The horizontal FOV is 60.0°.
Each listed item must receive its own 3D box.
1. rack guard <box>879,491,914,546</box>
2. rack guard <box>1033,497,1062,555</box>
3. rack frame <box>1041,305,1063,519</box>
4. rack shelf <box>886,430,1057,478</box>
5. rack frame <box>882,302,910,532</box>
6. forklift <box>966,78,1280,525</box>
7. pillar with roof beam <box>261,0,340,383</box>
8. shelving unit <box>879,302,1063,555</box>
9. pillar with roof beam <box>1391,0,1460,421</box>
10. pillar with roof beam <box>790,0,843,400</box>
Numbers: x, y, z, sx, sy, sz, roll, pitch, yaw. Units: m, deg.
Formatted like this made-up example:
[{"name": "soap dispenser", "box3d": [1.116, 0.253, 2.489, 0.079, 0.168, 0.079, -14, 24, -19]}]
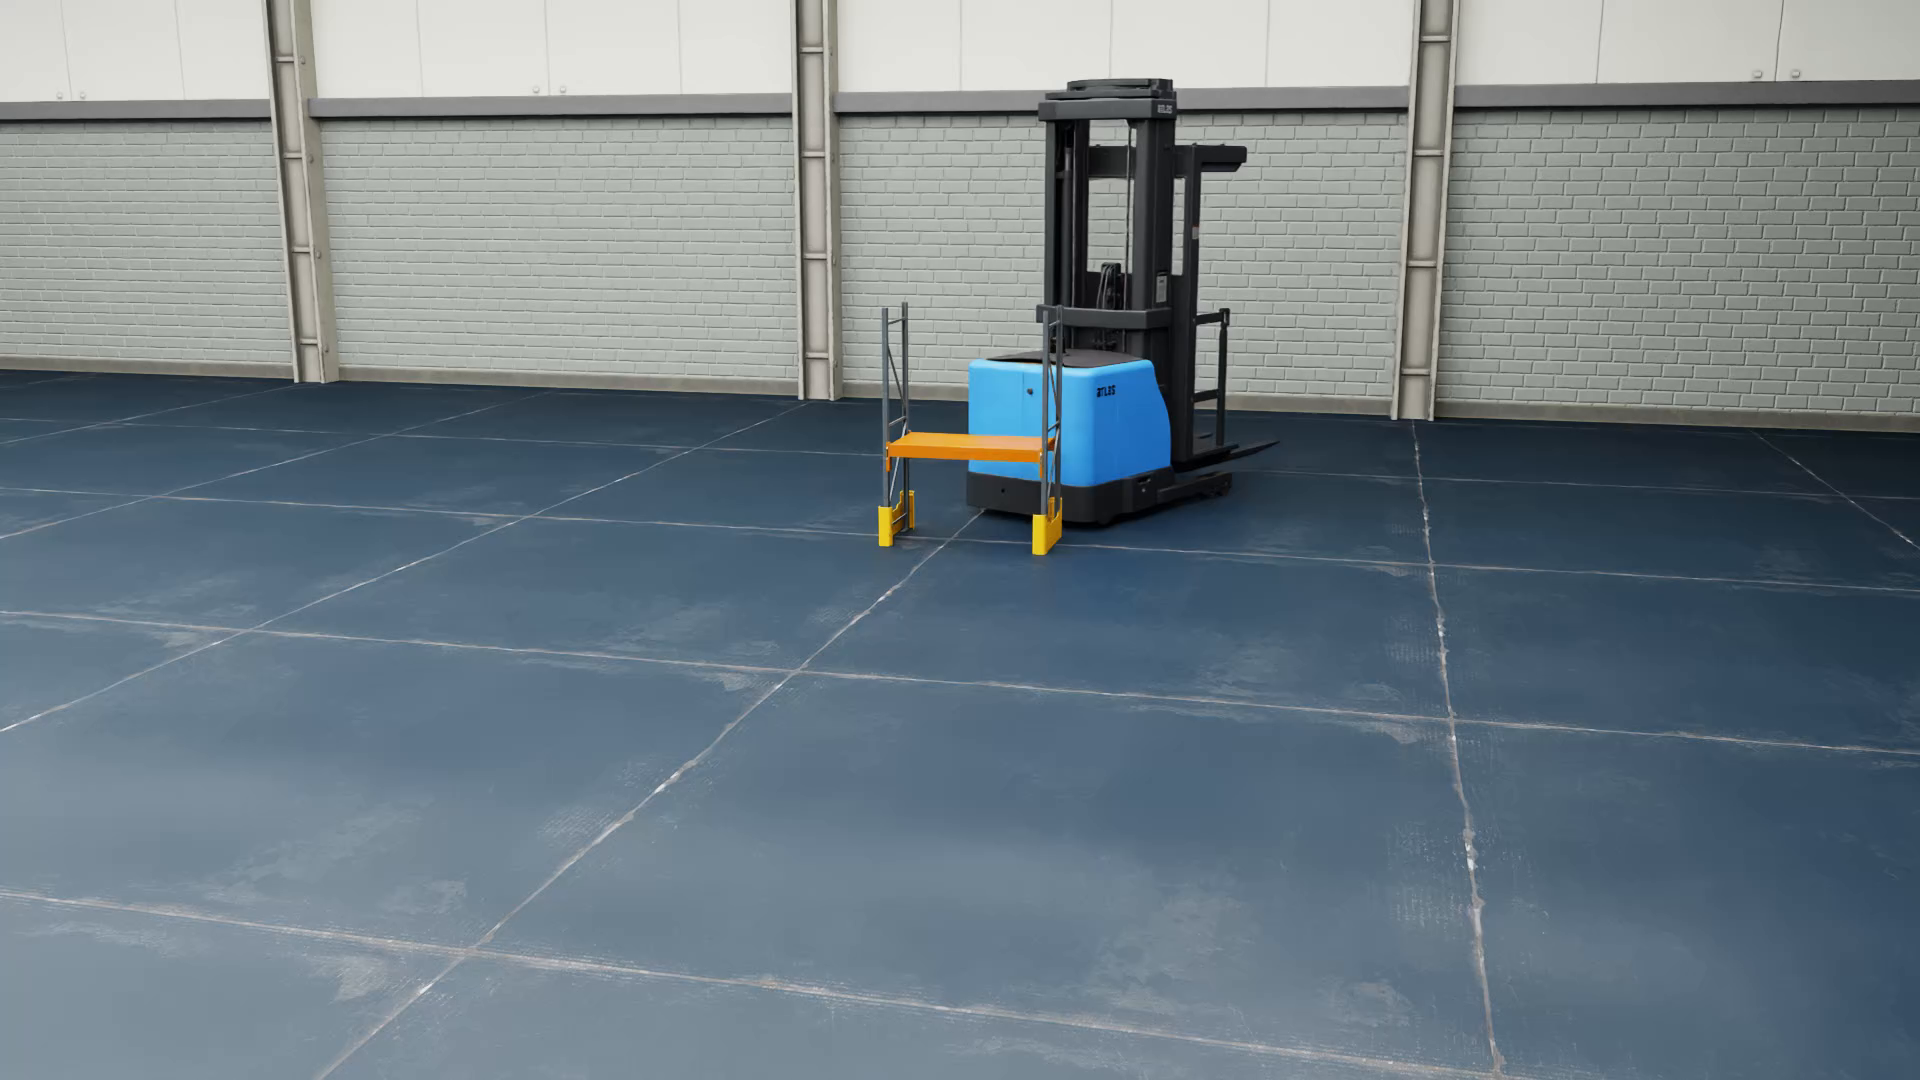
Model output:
[{"name": "rack guard", "box3d": [-0.409, -0.144, 10.805, 0.087, 0.250, 0.587, 3, 13, 14]}, {"name": "rack guard", "box3d": [0.558, -0.092, 10.572, 0.087, 0.250, 0.587, 3, 13, 14]}, {"name": "rack frame", "box3d": [0.576, -0.701, 10.432, 0.032, 1.500, 0.500, 3, 13, 14]}, {"name": "rack shelf", "box3d": [0.083, -0.552, 10.590, 1.000, 0.185, 0.538, 3, 13, 14]}, {"name": "rack frame", "box3d": [-0.411, -0.754, 10.670, 0.032, 1.500, 0.500, 3, 13, 14]}, {"name": "forklift", "box3d": [1.353, -1.792, 12.044, 1.130, 2.935, 3.031, 10, 16, 37]}, {"name": "pillar with roof beam", "box3d": [-8.316, -5.290, 13.802, 0.400, 9.000, 9.100, 3, 13, 14]}, {"name": "shelving unit", "box3d": [0.074, -0.728, 10.553, 1.083, 1.500, 0.587, 3, 13, 14]}, {"name": "pillar with roof beam", "box3d": [3.334, -4.668, 10.996, 0.400, 9.000, 9.100, 3, 13, 14]}, {"name": "pillar with roof beam", "box3d": [-2.491, -4.979, 12.399, 0.400, 9.000, 9.100, 3, 13, 14]}]
